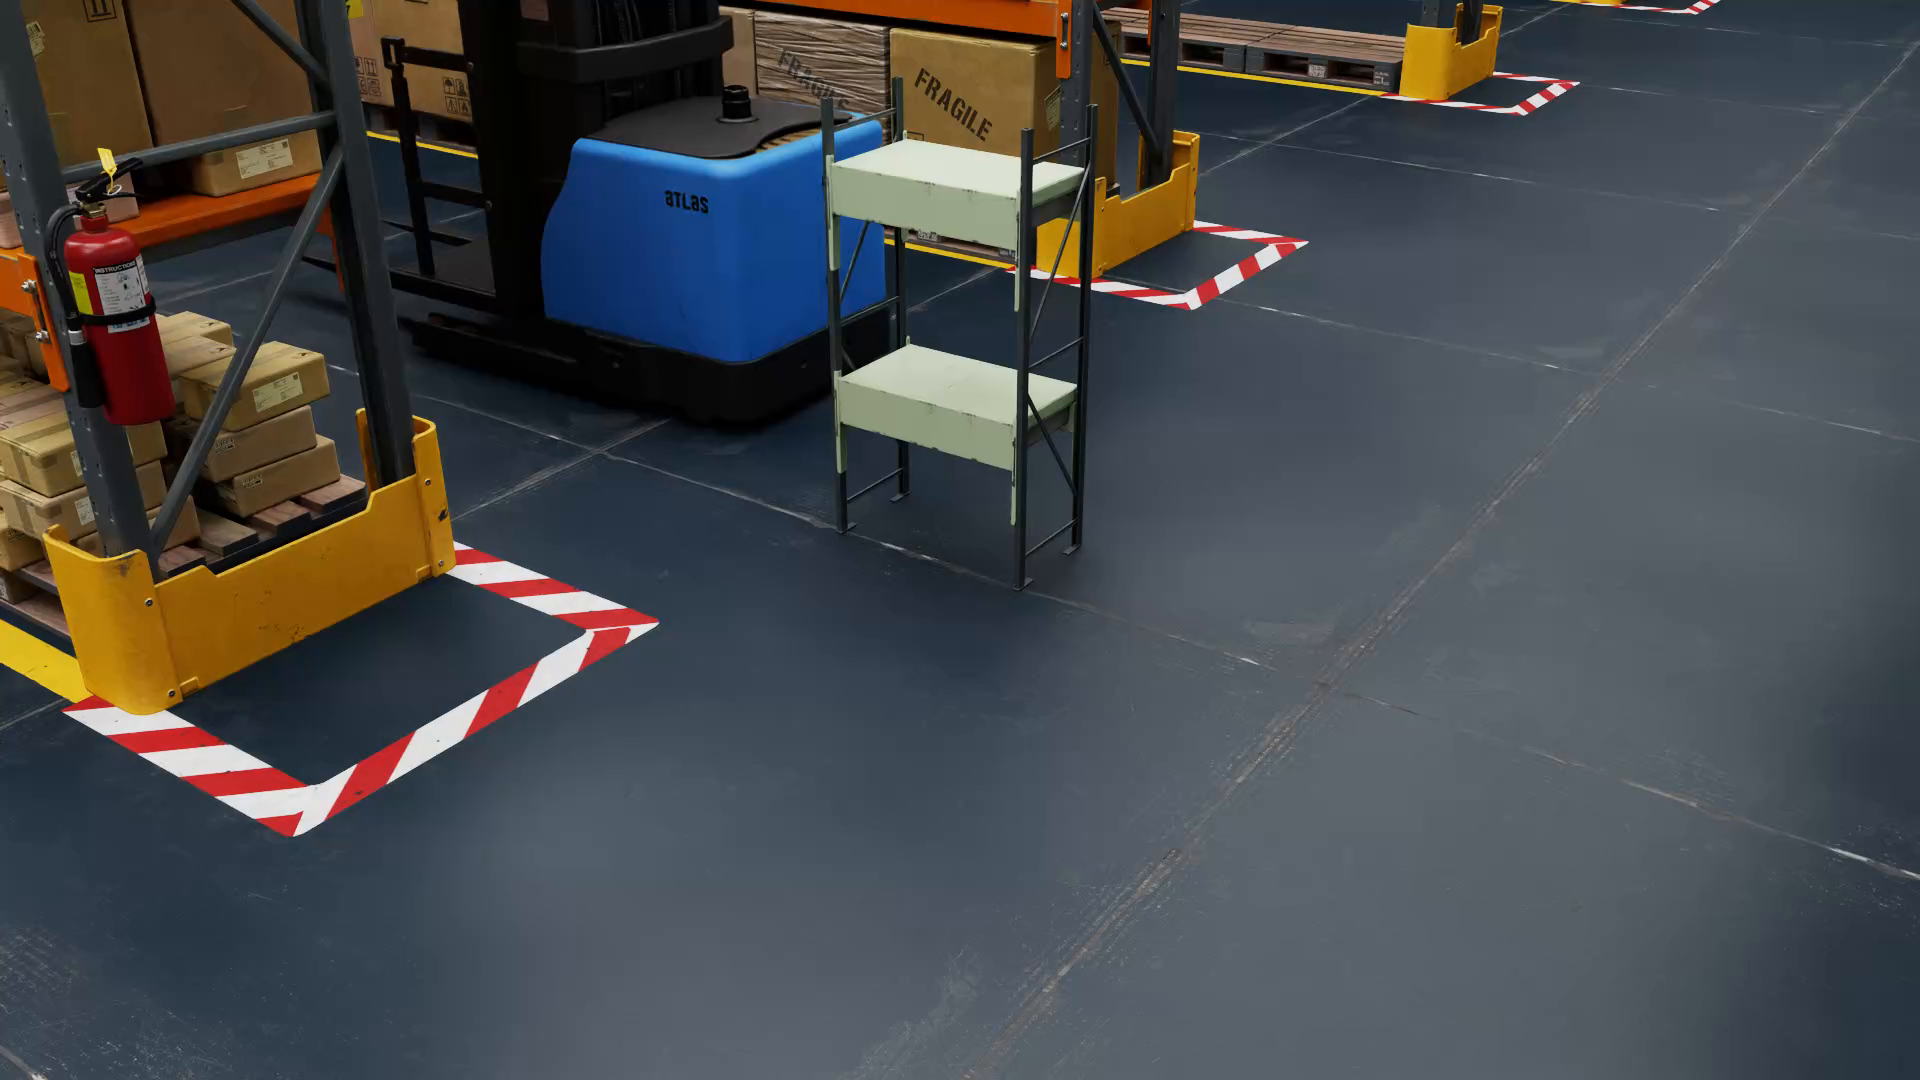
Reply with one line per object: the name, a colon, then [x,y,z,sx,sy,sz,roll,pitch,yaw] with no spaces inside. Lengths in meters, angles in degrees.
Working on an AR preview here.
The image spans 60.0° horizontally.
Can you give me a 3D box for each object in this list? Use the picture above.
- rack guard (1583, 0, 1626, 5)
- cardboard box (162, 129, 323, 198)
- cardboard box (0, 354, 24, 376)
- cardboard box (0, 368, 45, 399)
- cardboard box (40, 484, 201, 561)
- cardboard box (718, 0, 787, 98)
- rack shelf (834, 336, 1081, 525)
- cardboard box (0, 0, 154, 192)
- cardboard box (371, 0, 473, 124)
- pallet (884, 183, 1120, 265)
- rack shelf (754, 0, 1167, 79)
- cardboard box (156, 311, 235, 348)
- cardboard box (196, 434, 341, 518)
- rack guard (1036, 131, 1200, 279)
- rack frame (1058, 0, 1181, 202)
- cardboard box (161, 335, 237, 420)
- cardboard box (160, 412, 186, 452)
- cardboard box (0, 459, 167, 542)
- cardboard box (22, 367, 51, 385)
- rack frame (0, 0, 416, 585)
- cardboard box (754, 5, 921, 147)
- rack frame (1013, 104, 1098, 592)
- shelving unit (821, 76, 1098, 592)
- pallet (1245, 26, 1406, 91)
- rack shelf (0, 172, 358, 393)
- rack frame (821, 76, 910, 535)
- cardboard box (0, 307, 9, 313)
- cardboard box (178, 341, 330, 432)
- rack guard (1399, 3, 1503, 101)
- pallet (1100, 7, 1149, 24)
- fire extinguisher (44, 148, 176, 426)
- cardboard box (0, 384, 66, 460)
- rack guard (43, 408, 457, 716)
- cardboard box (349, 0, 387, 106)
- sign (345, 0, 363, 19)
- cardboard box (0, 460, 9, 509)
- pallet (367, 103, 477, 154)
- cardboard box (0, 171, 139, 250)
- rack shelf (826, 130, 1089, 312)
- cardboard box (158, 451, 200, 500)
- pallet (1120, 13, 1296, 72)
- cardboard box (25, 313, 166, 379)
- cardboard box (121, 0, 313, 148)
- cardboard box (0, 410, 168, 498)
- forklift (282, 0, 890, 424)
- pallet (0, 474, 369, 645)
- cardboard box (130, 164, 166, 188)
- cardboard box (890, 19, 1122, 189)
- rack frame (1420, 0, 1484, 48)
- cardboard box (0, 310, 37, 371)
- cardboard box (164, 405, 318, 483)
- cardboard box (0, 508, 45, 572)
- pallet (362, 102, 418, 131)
rack guard: [6.365,-5.502,16.010,0.348,0.500,1.175,17,32,30]
cardboard box: [-2.158,-1.159,4.998,0.250,0.149,0.380,17,32,30]
cardboard box: [-3.294,-0.484,5.417,0.250,0.149,0.380,16,31,28]
cardboard box: [-3.116,-0.393,5.240,0.250,0.149,0.380,17,31,29]
cardboard box: [-2.628,-0.039,5.200,0.250,0.149,0.380,18,32,31]
cardboard box: [-1.241,-2.731,9.688,0.875,0.875,0.875,17,32,30]
rack shelf: [-0.006,-0.380,5.561,0.720,0.370,0.431,17,32,30]
cardboard box: [-2.592,-1.262,4.484,0.500,0.500,0.500,18,32,31]
cardboard box: [-3.021,-3.318,10.842,0.875,0.875,1.225,17,32,30]
pallet: [0.112,-1.827,9.107,1.213,0.211,1.003,17,32,30]
rack shelf: [-0.833,-3.087,9.301,4.000,0.370,1.077,17,32,30]
cardboard box: [-2.746,-0.647,5.739,0.250,0.149,0.380,17,32,30]
cardboard box: [-2.327,-0.236,5.587,0.250,0.149,0.380,18,32,31]
rack guard: [0.835,-1.774,8.684,0.348,0.500,1.175,17,32,30]
rack frame: [0.815,-2.894,8.129,0.127,3.000,1.000,17,32,30]
cardboard box: [-2.611,-0.535,5.517,0.250,0.149,0.380,18,32,31]
cardboard box: [-2.556,-0.437,5.653,0.250,0.149,0.380,17,32,30]
cardboard box: [-2.673,-0.143,5.077,0.250,0.149,0.380,16,31,29]
cardboard box: [-3.231,-0.605,5.985,0.250,0.149,0.380,16,31,28]
rack frame: [-2.076,-1.065,4.536,0.127,3.000,1.000,17,32,30]
cardboard box: [-0.508,-2.502,9.239,0.875,0.875,0.875,17,32,30]
rack frame: [0.296,-0.576,5.229,0.023,1.500,0.400,17,32,30]
shelving unit: [-0.006,-0.670,5.413,0.755,1.500,0.431,17,32,30]
pallet: [2.962,-3.729,12.845,1.213,0.211,1.003,17,32,30]
rack shelf: [-3.725,-1.258,5.709,4.000,0.370,1.077,17,32,30]
rack frame: [-0.307,-0.764,5.598,0.023,1.500,0.400,17,32,30]
cardboard box: [-3.412,-0.839,6.116,0.250,0.149,0.380,18,32,31]
cardboard box: [-2.316,-0.509,5.467,0.250,0.149,0.380,16,31,28]
rack guard: [3.647,-3.630,12.332,0.348,0.500,1.175,17,32,30]
pallet: [0.951,-4.356,14.076,1.213,0.211,1.003,17,32,30]
fire extinguisher: [-2.130,-0.628,4.172,0.183,0.674,0.296,17,32,30]
cardboard box: [-2.831,-0.374,5.203,0.250,0.149,0.380,18,32,31]
rack guard: [-2.139,0.029,5.142,0.348,0.500,1.175,17,32,30]
cardboard box: [-3.758,-3.547,11.293,0.875,0.875,1.225,16,31,29]
sign: [-1.769,-1.654,4.739,0.005,0.325,0.100,17,32,30]
cardboard box: [-2.858,-0.231,5.248,0.250,0.149,0.380,16,31,29]
pallet: [-3.160,-2.848,11.114,1.213,0.211,1.003,17,32,30]
cardboard box: [-2.505,-0.931,4.550,0.250,0.149,0.380,17,32,30]
rack shelf: [-0.006,-1.018,5.236,0.720,0.370,0.431,17,32,30]
cardboard box: [-2.589,-0.273,5.659,0.250,0.149,0.380,17,32,30]
pallet: [1.960,-4.043,13.461,1.213,0.211,1.003,17,32,30]
cardboard box: [-2.997,-0.680,5.803,0.250,0.149,0.380,16,31,28]
cardboard box: [-2.290,-1.461,4.876,0.500,0.500,0.500,19,33,33]
cardboard box: [-2.656,-0.288,5.034,0.250,0.149,0.380,18,32,31]
forklift: [-1.818,-2.260,6.960,3.031,2.935,1.130,16,31,29]
pallet: [-2.788,-0.064,5.643,1.213,0.211,1.003,17,32,30]
cardboard box: [-2.391,-1.209,5.096,0.250,0.149,0.380,19,32,32]
cardboard box: [0.243,-2.268,8.780,0.875,0.875,0.875,17,32,30]
rack frame: [3.620,-4.745,11.768,0.127,3.000,1.000,17,32,30]
cardboard box: [-3.221,-0.755,5.950,0.250,0.149,0.380,19,32,32]
cardboard box: [-2.363,-0.345,5.473,0.250,0.149,0.380,19,32,32]
cardboard box: [-2.897,-0.067,5.255,0.250,0.149,0.380,18,32,32]
pallet: [-4.170,-3.161,11.729,1.213,0.211,1.003,17,32,30]
